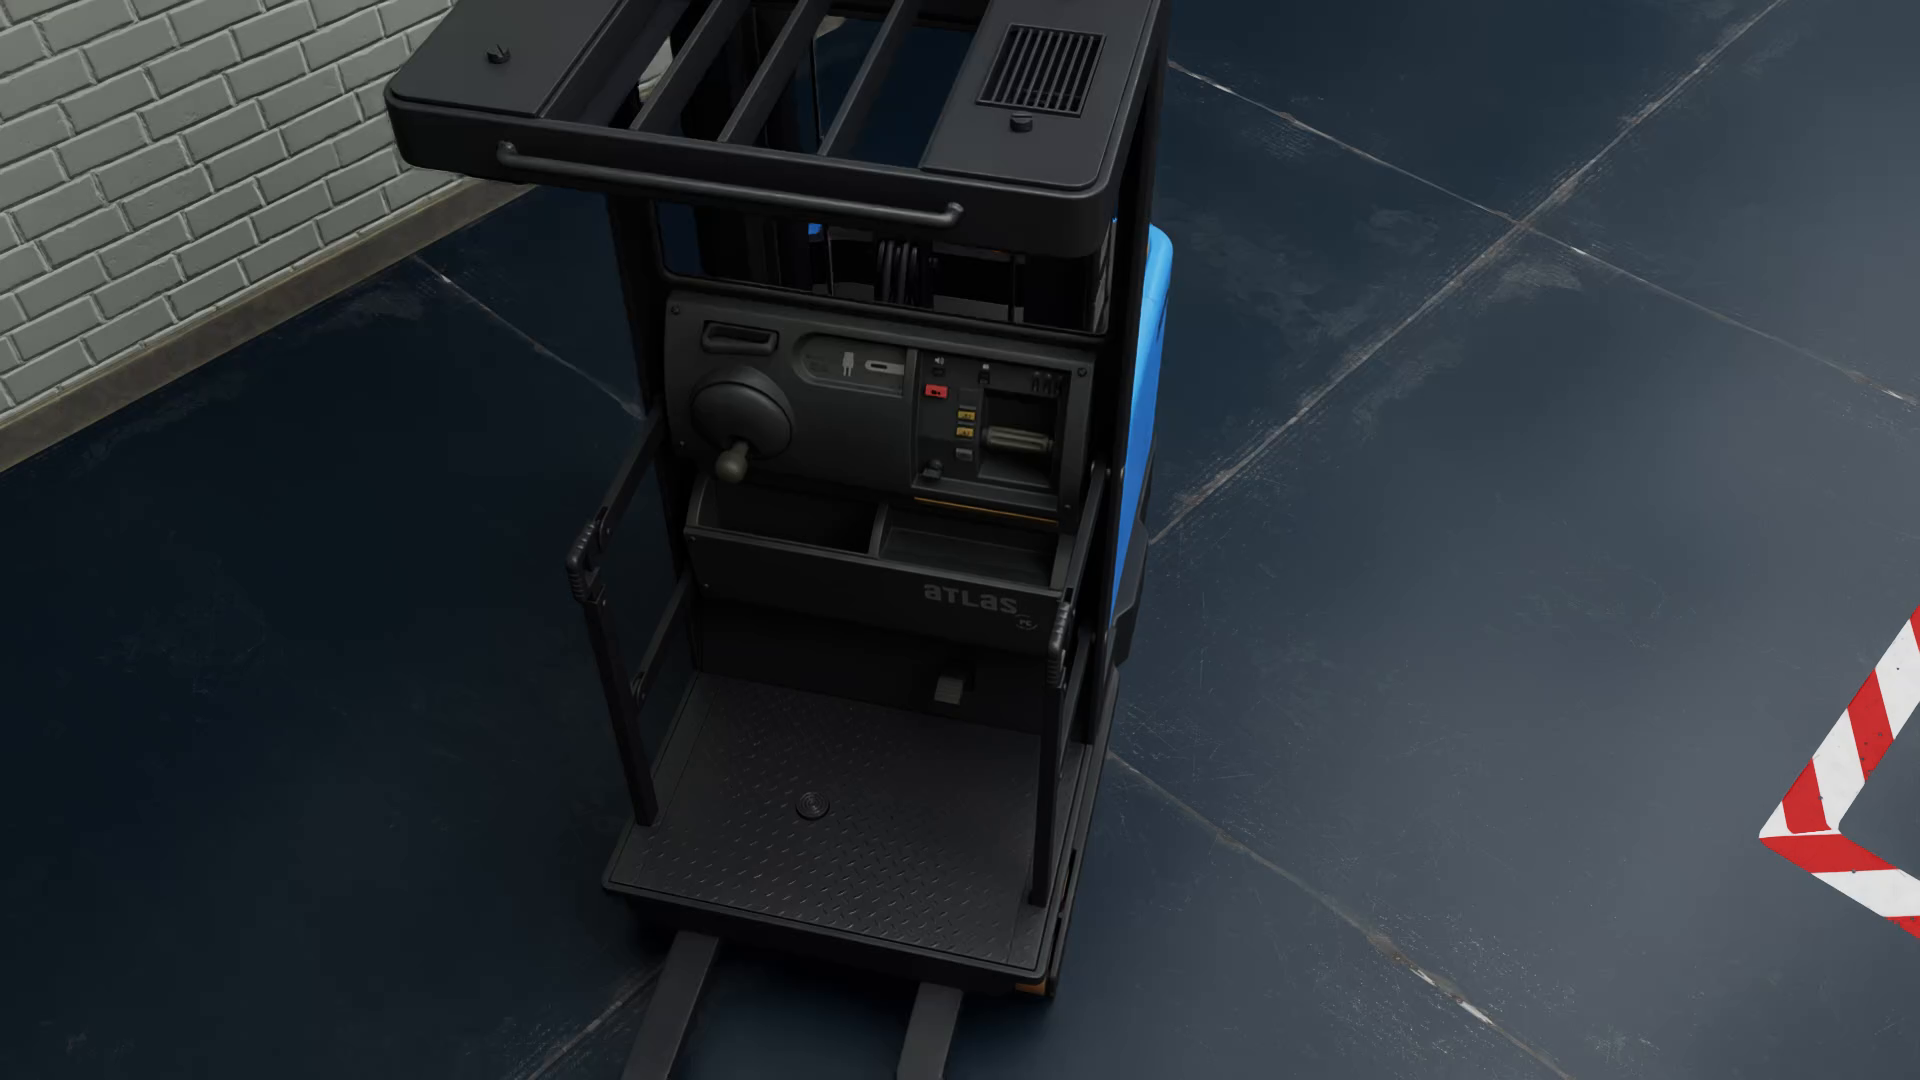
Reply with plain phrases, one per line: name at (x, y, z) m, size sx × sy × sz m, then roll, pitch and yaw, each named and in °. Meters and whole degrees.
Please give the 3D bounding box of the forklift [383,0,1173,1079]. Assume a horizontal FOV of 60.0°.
forklift at (-0.230, -0.178, 3.406) m, size 1.130 × 2.935 × 3.031 m, roll 10°, pitch 48°, yaw 9°
